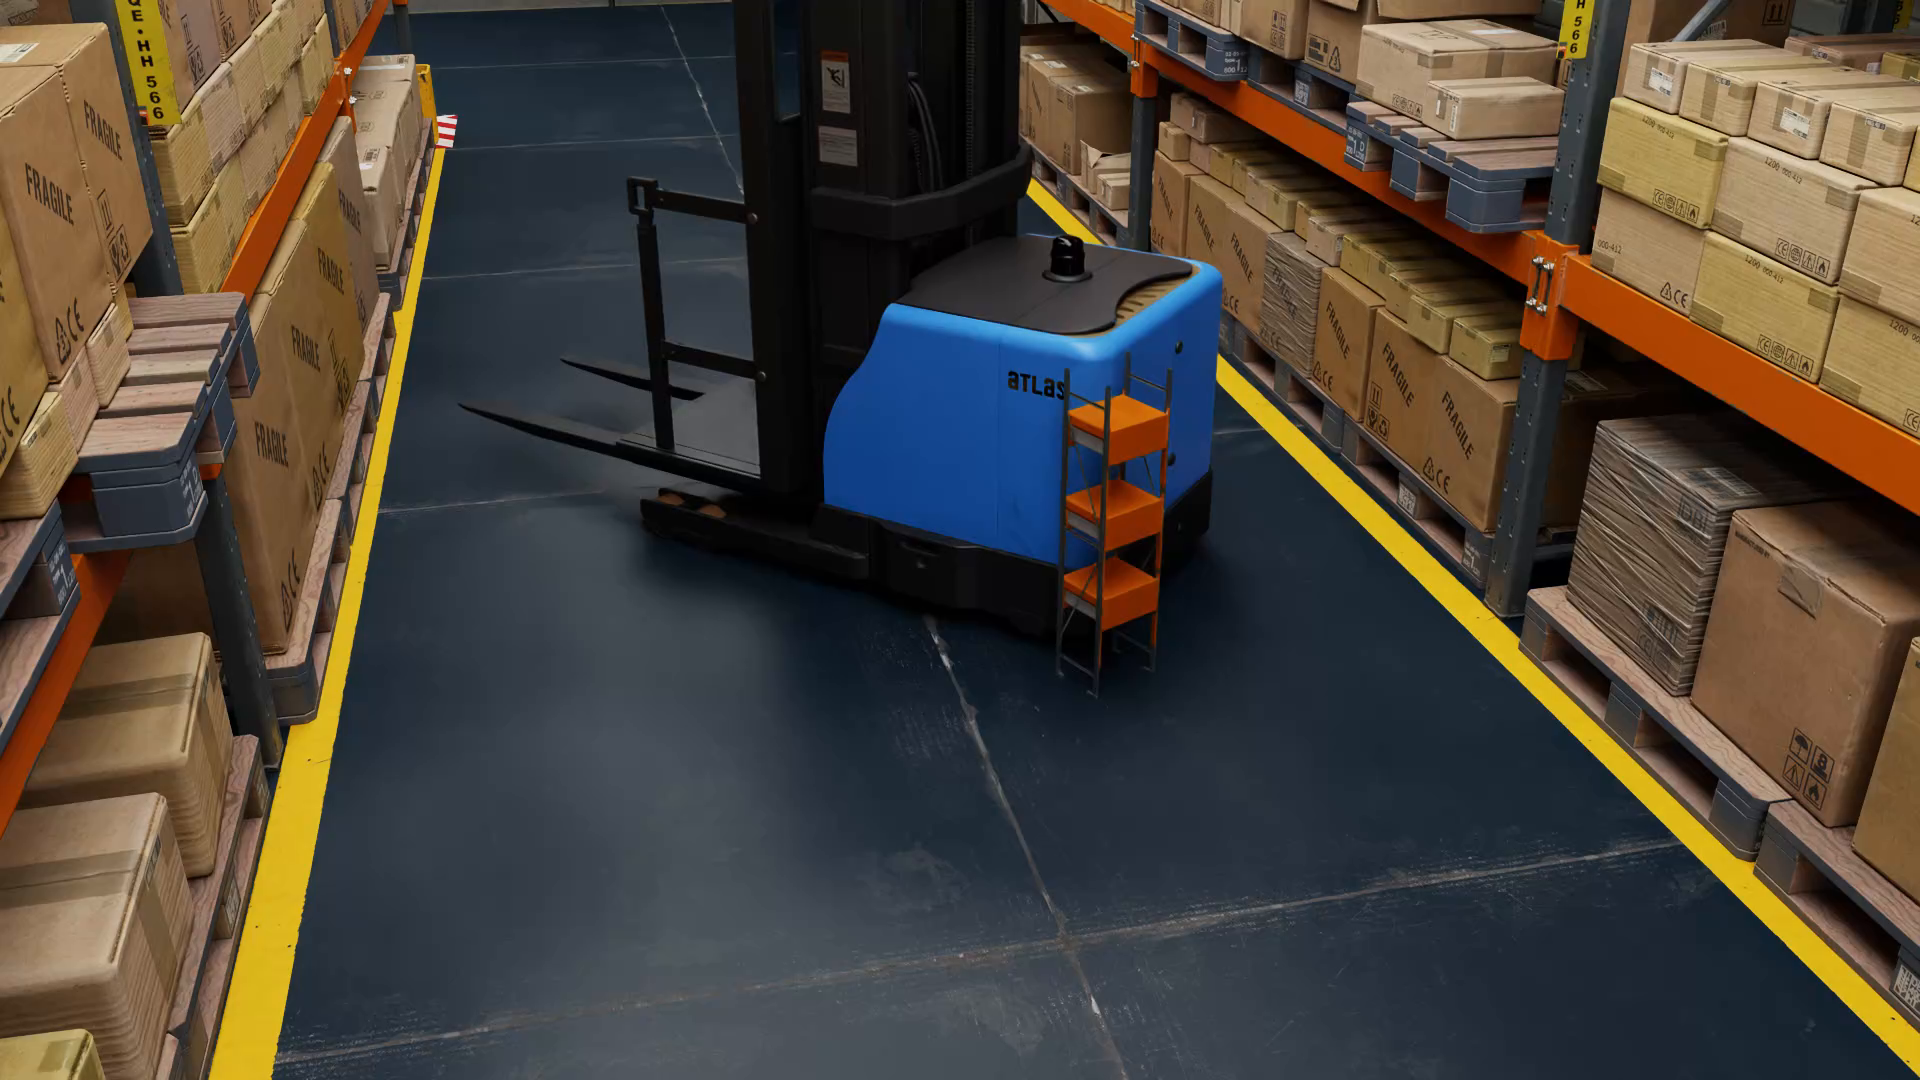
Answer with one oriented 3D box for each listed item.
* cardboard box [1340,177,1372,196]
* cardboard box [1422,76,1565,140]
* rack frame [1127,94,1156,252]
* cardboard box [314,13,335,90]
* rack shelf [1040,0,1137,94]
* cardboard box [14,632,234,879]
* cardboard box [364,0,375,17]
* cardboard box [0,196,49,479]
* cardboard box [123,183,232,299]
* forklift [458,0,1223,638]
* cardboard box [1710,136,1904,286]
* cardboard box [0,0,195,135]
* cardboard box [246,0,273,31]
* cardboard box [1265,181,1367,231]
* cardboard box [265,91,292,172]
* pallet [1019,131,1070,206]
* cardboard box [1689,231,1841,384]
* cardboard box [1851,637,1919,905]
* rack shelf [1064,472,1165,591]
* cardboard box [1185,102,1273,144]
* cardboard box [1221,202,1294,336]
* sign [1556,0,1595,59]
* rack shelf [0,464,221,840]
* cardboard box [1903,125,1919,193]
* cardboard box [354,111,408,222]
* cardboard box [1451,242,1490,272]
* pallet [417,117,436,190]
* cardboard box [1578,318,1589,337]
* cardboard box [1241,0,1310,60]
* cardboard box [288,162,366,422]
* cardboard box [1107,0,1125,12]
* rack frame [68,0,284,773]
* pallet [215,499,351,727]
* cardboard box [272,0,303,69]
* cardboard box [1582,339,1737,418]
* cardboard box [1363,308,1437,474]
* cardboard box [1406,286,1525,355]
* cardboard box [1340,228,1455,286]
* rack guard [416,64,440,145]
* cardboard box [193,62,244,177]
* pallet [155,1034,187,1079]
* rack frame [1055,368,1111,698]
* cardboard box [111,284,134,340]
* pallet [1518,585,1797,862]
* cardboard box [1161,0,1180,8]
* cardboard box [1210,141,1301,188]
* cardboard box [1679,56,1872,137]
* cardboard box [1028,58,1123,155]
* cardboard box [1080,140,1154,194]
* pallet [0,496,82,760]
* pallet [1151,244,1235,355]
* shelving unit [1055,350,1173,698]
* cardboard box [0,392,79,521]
[{"bbox_3d":[2.010,-1.668,7.814,0.380,0.149,0.250,-5,27,-10],"label":"cardboard box"},{"bbox_3d":[1.805,-1.465,5.636,0.380,0.149,0.250,-5,27,-11],"label":"cardboard box"},{"bbox_3d":[1.425,-2.896,8.659,1.000,3.000,0.127,-6,27,-12],"label":"rack frame"},{"bbox_3d":[-3.063,-2.152,7.351,0.500,0.250,0.500,-7,28,-13],"label":"cardboard box"},{"bbox_3d":[0.975,-3.453,10.560,1.077,0.370,4.000,-6,27,-12],"label":"rack shelf"},{"bbox_3d":[-2.391,0.600,4.182,0.950,0.372,0.625,-8,28,-15],"label":"cardboard box"},{"bbox_3d":[-3.476,-3.108,8.967,0.500,0.500,0.500,-6,27,-11],"label":"cardboard box"},{"bbox_3d":[-1.893,-0.380,2.768,0.500,0.500,0.500,-8,28,-15],"label":"cardboard box"},{"bbox_3d":[-2.374,-0.808,4.688,0.500,0.250,0.500,-6,27,-12],"label":"cardboard box"},{"bbox_3d":[-0.605,-1.459,5.889,3.031,2.935,1.130,15,30,27],"label":"forklift"},{"bbox_3d":[2.300,-0.857,4.230,0.500,0.250,0.500,-5,27,-10],"label":"cardboard box"},{"bbox_3d":[-2.381,-1.367,4.408,0.500,0.500,0.500,-7,28,-13],"label":"cardboard box"},{"bbox_3d":[-2.714,-2.034,5.730,0.500,0.500,0.500,-6,27,-11],"label":"cardboard box"},{"bbox_3d":[1.602,-1.506,7.492,0.380,0.149,0.250,-5,27,-10],"label":"cardboard box"},{"bbox_3d":[-2.734,-1.478,6.017,0.500,0.250,0.500,-6,27,-12],"label":"cardboard box"},{"bbox_3d":[0.993,-2.489,10.948,1.003,0.211,1.213,-6,27,-12],"label":"pallet"},{"bbox_3d":[2.297,-0.632,4.340,0.500,0.250,0.500,-7,28,-13],"label":"cardboard box"},{"bbox_3d":[2.761,0.590,3.922,0.875,0.625,0.625,-7,28,-14],"label":"cardboard box"},{"bbox_3d":[0.470,-0.029,5.166,0.240,0.259,0.215,-19,32,-33],"label":"rack shelf"},{"bbox_3d":[1.352,-2.096,8.332,0.380,0.149,0.250,-7,28,-14],"label":"cardboard box"},{"bbox_3d":[1.553,-1.280,7.765,0.500,0.500,0.500,-7,28,-13],"label":"cardboard box"},{"bbox_3d":[1.800,-1.562,4.819,0.100,0.325,0.005,-6,27,-12],"label":"sign"},{"bbox_3d":[-2.058,0.565,2.600,1.077,0.370,4.000,-6,27,-12],"label":"rack shelf"},{"bbox_3d":[2.413,-0.856,3.787,0.380,0.149,0.250,-6,27,-11],"label":"cardboard box"},{"bbox_3d":[-3.649,-2.113,9.486,0.875,0.438,0.875,-7,28,-13],"label":"cardboard box"},{"bbox_3d":[2.268,-1.221,6.927,0.380,0.149,0.250,-7,28,-13],"label":"cardboard box"},{"bbox_3d":[-4.055,-2.558,11.084,1.003,0.211,1.213,-6,27,-12],"label":"pallet"},{"bbox_3d":[2.479,-0.881,6.255,0.380,0.149,0.250,-5,27,-10],"label":"cardboard box"},{"bbox_3d":[1.610,-2.321,6.943,0.700,0.500,0.500,-6,27,-12],"label":"cardboard box"},{"bbox_3d":[-2.981,-0.969,6.734,0.875,0.875,0.875,-5,27,-10],"label":"cardboard box"},{"bbox_3d":[1.028,-3.010,9.164,0.380,0.149,0.250,-5,27,-10],"label":"cardboard box"},{"bbox_3d":[-2.508,-0.634,4.178,1.000,3.000,0.127,-6,27,-12],"label":"rack frame"},{"bbox_3d":[-2.613,0.257,5.507,1.003,0.211,1.213,-6,27,-12],"label":"pallet"},{"bbox_3d":[-2.831,-1.932,6.361,0.500,0.250,0.500,-5,27,-10],"label":"cardboard box"},{"bbox_3d":[2.505,-0.425,6.071,0.500,0.500,0.500,-5,27,-10],"label":"cardboard box"},{"bbox_3d":[1.919,-0.596,6.410,0.500,0.500,0.500,-6,27,-12],"label":"cardboard box"},{"bbox_3d":[1.877,-0.809,6.112,0.380,0.149,0.250,-7,28,-14],"label":"cardboard box"},{"bbox_3d":[1.789,-1.159,6.805,0.380,0.149,0.250,-6,27,-12],"label":"cardboard box"},{"bbox_3d":[-4.317,-3.041,11.720,1.175,0.500,0.348,-6,27,-12],"label":"rack guard"},{"bbox_3d":[-2.497,-1.265,5.039,0.500,0.250,0.500,-5,27,-10],"label":"cardboard box"},{"bbox_3d":[-2.062,1.488,3.067,1.003,0.211,1.213,-6,27,-12],"label":"pallet"},{"bbox_3d":[0.373,-0.005,5.095,0.008,1.050,0.200,-19,32,-33],"label":"rack frame"},{"bbox_3d":[-2.074,-0.479,3.683,0.380,0.149,0.250,-6,27,-11],"label":"cardboard box"},{"bbox_3d":[2.474,0.470,5.084,1.003,0.211,1.213,-6,27,-12],"label":"pallet"},{"bbox_3d":[1.316,-2.893,8.076,0.700,0.500,0.500,-5,27,-10],"label":"cardboard box"},{"bbox_3d":[1.454,-1.847,8.169,0.380,0.149,0.250,-7,28,-14],"label":"cardboard box"},{"bbox_3d":[2.173,-1.187,4.442,0.380,0.149,0.250,-5,27,-10],"label":"cardboard box"},{"bbox_3d":[0.746,-2.824,10.824,0.500,0.500,0.500,-5,27,-11],"label":"cardboard box"},{"bbox_3d":[0.933,-2.234,9.916,0.396,0.266,0.258,-5,27,-10],"label":"cardboard box"},{"bbox_3d":[-2.022,0.316,2.507,1.003,0.211,1.213,-6,27,-12],"label":"pallet"},{"bbox_3d":[1.645,-1.298,8.587,1.003,0.211,1.213,-6,27,-12],"label":"pallet"},{"bbox_3d":[0.470,-0.038,5.161,0.252,1.050,0.215,-19,32,-33],"label":"shelving unit"},{"bbox_3d":[-1.849,-0.142,3.016,0.380,0.149,0.250,-5,27,-11],"label":"cardboard box"}]
